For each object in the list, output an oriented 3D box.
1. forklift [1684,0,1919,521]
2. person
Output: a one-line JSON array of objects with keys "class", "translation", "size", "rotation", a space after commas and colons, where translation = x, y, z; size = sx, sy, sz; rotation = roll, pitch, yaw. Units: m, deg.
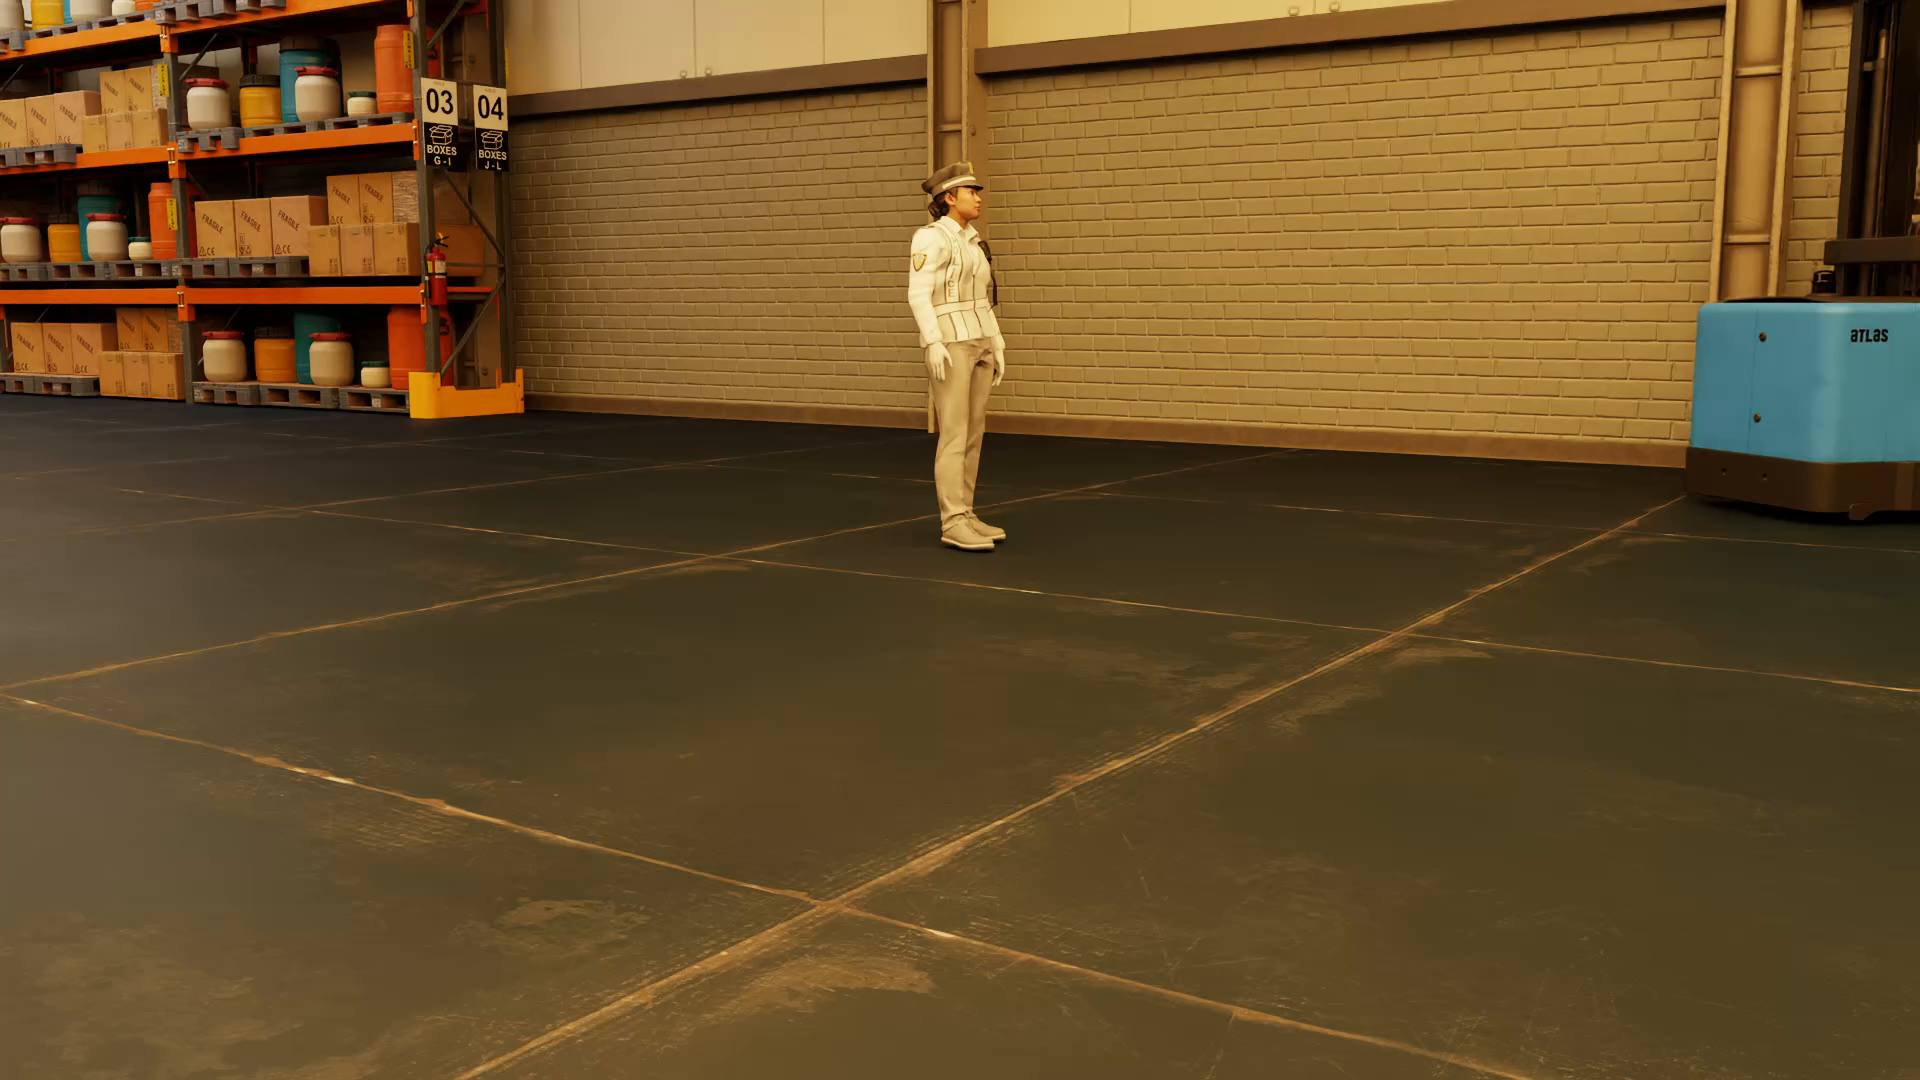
[{"class": "forklift", "translation": [5.466, -1.630, 8.656], "size": [3.031, 2.935, 1.130], "rotation": [-2, 8, -14]}, {"class": "person", "translation": [0.053, -0.840, 7.439], "size": [0.530, 1.694, 0.586], "rotation": [5, 10, 34]}]
